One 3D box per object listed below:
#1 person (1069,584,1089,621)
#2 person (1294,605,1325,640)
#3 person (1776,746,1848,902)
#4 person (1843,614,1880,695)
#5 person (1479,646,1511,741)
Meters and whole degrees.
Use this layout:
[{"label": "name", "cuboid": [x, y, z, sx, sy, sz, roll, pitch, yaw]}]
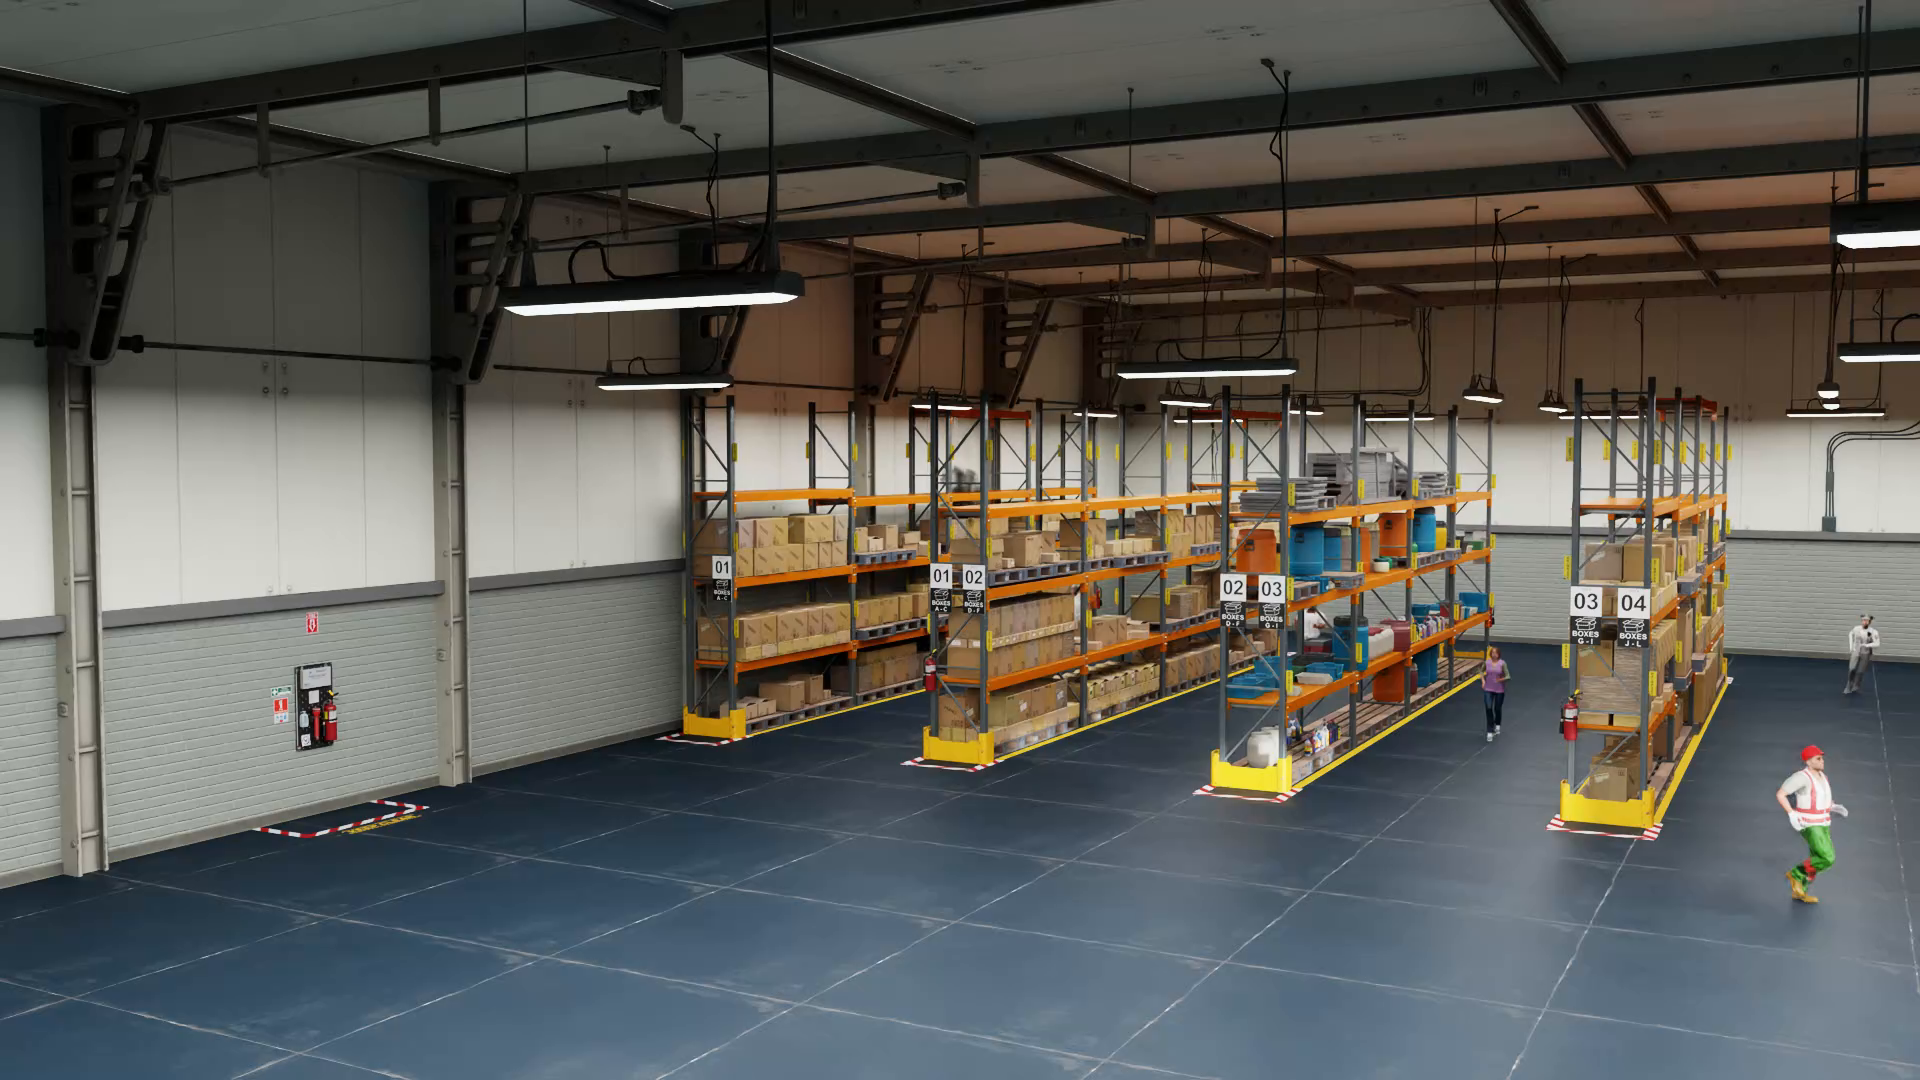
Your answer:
[{"label": "person", "cuboid": [2.545, 1.868, 37.471, 0.659, 1.840, 0.867, 1, 3, 18]}, {"label": "person", "cuboid": [7.811, 2.170, 37.149, 0.670, 1.787, 0.720, 1, 3, 11]}, {"label": "person", "cuboid": [9.474, 3.153, 18.365, 0.646, 1.744, 0.582, -2, 4, -32]}, {"label": "person", "cuboid": [18.656, 2.362, 34.369, 0.634, 1.699, 0.676, 2, 4, 35]}, {"label": "person", "cuboid": [9.323, 2.659, 29.018, 0.538, 1.610, 0.789, 1, 3, 22]}]
